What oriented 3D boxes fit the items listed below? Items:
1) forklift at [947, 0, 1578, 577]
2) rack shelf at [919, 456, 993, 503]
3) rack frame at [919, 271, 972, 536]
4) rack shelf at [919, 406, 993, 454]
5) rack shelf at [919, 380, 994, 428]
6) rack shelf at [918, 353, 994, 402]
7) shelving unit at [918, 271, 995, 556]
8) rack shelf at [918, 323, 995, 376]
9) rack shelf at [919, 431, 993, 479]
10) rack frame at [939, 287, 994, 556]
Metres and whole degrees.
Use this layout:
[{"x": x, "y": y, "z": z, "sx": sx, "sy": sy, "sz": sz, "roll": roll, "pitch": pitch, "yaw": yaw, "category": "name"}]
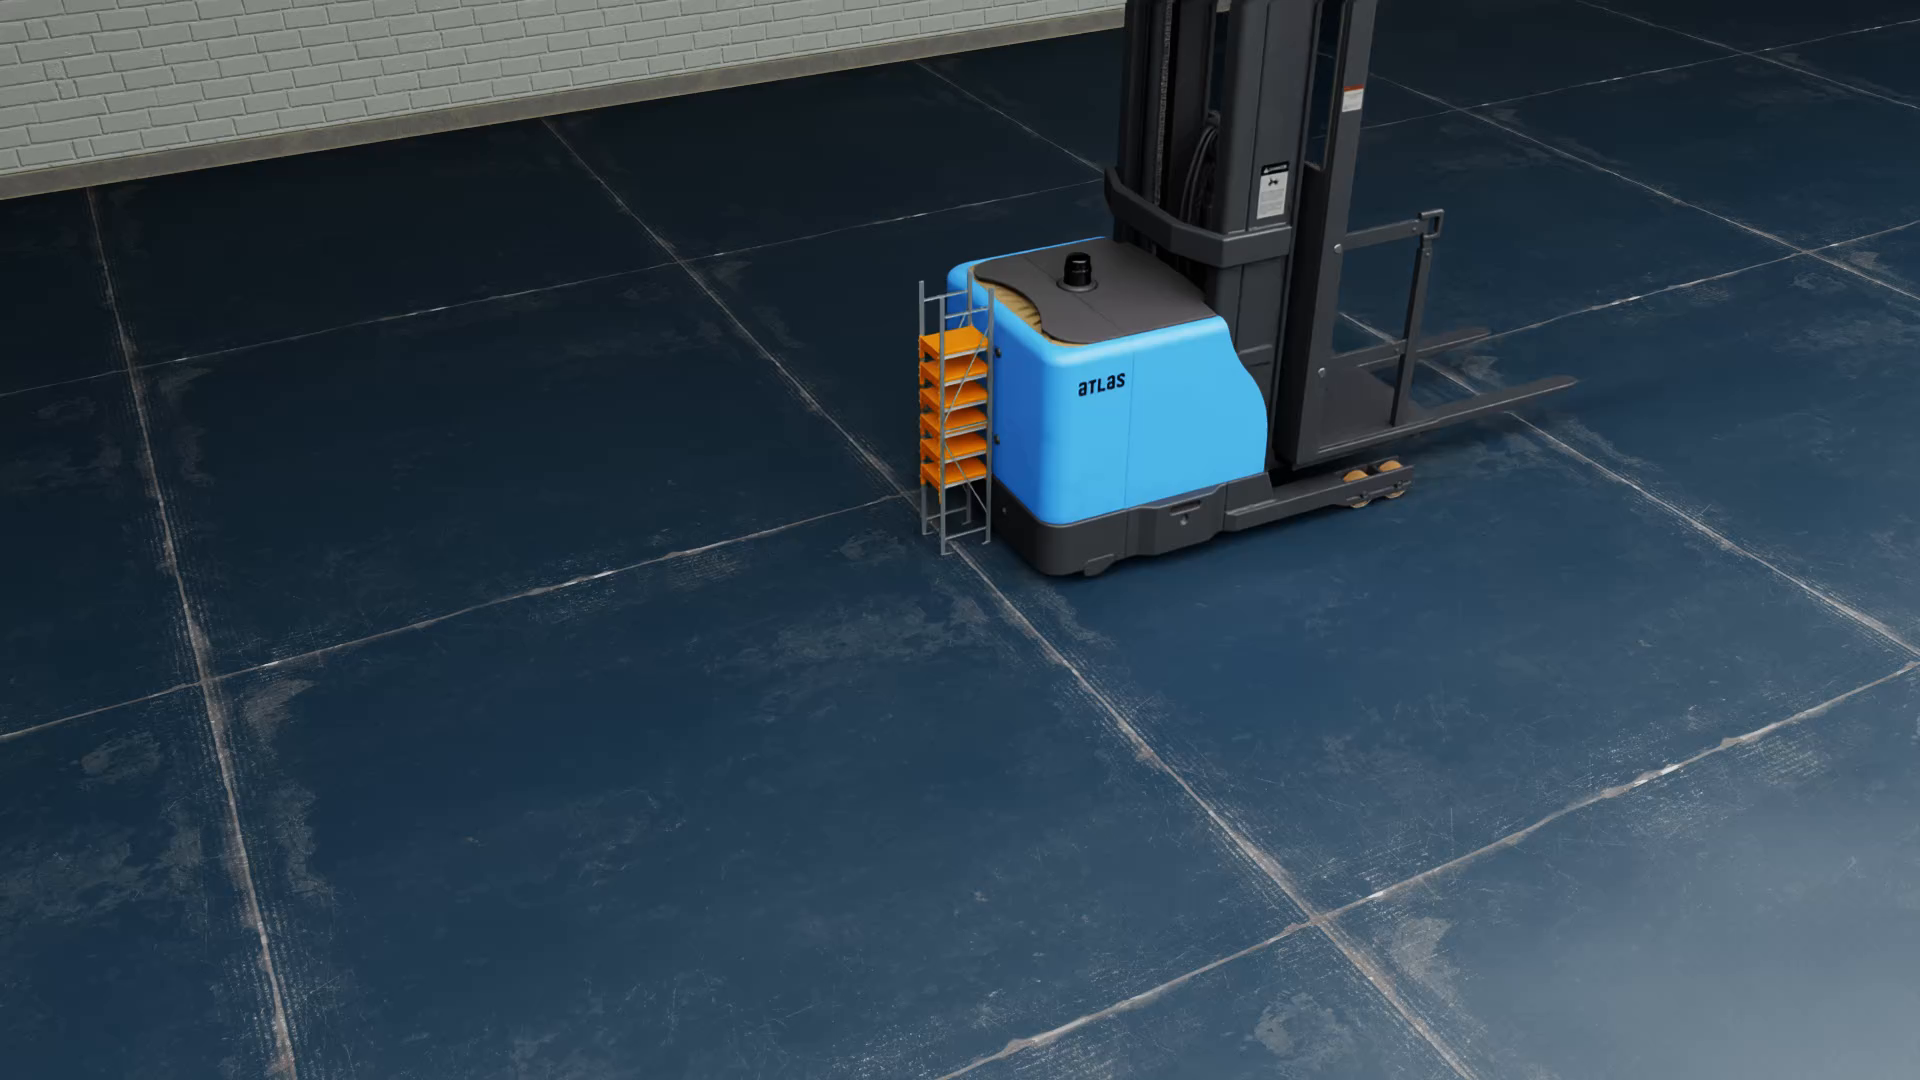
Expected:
[{"x": 1.485, "y": -1.619, "z": 7.060, "sx": 3.031, "sy": 2.935, "sz": 1.130, "roll": -15, "pitch": 35, "yaw": -22, "category": "forklift"}, {"x": -0.017, "y": -0.270, "z": 7.086, "sx": 0.258, "sy": 0.103, "sz": 0.180, "roll": -16, "pitch": 36, "yaw": -23, "category": "rack shelf"}, {"x": -0.059, "y": -0.554, "z": 7.001, "sx": 0.240, "sy": 1.200, "sz": 0.006, "roll": -16, "pitch": 36, "yaw": -23, "category": "rack frame"}, {"x": -0.017, "y": -0.472, "z": 6.957, "sx": 0.258, "sy": 0.103, "sz": 0.180, "roll": -16, "pitch": 36, "yaw": -23, "category": "rack shelf"}, {"x": -0.016, "y": -0.574, "z": 6.892, "sx": 0.258, "sy": 0.103, "sz": 0.180, "roll": -16, "pitch": 36, "yaw": -23, "category": "rack shelf"}, {"x": -0.016, "y": -0.675, "z": 6.828, "sx": 0.258, "sy": 0.103, "sz": 0.180, "roll": -16, "pitch": 36, "yaw": -23, "category": "rack shelf"}, {"x": -0.016, "y": -0.510, "z": 6.933, "sx": 0.258, "sy": 1.200, "sz": 0.189, "roll": -16, "pitch": 36, "yaw": -23, "category": "shelving unit"}, {"x": -0.016, "y": -0.776, "z": 6.763, "sx": 0.258, "sy": 0.103, "sz": 0.180, "roll": -16, "pitch": 36, "yaw": -23, "category": "rack shelf"}, {"x": -0.017, "y": -0.371, "z": 7.022, "sx": 0.258, "sy": 0.103, "sz": 0.180, "roll": -16, "pitch": 36, "yaw": -23, "category": "rack shelf"}, {"x": 0.026, "y": -0.466, "z": 6.865, "sx": 0.240, "sy": 1.200, "sz": 0.006, "roll": -16, "pitch": 36, "yaw": -23, "category": "rack frame"}]
